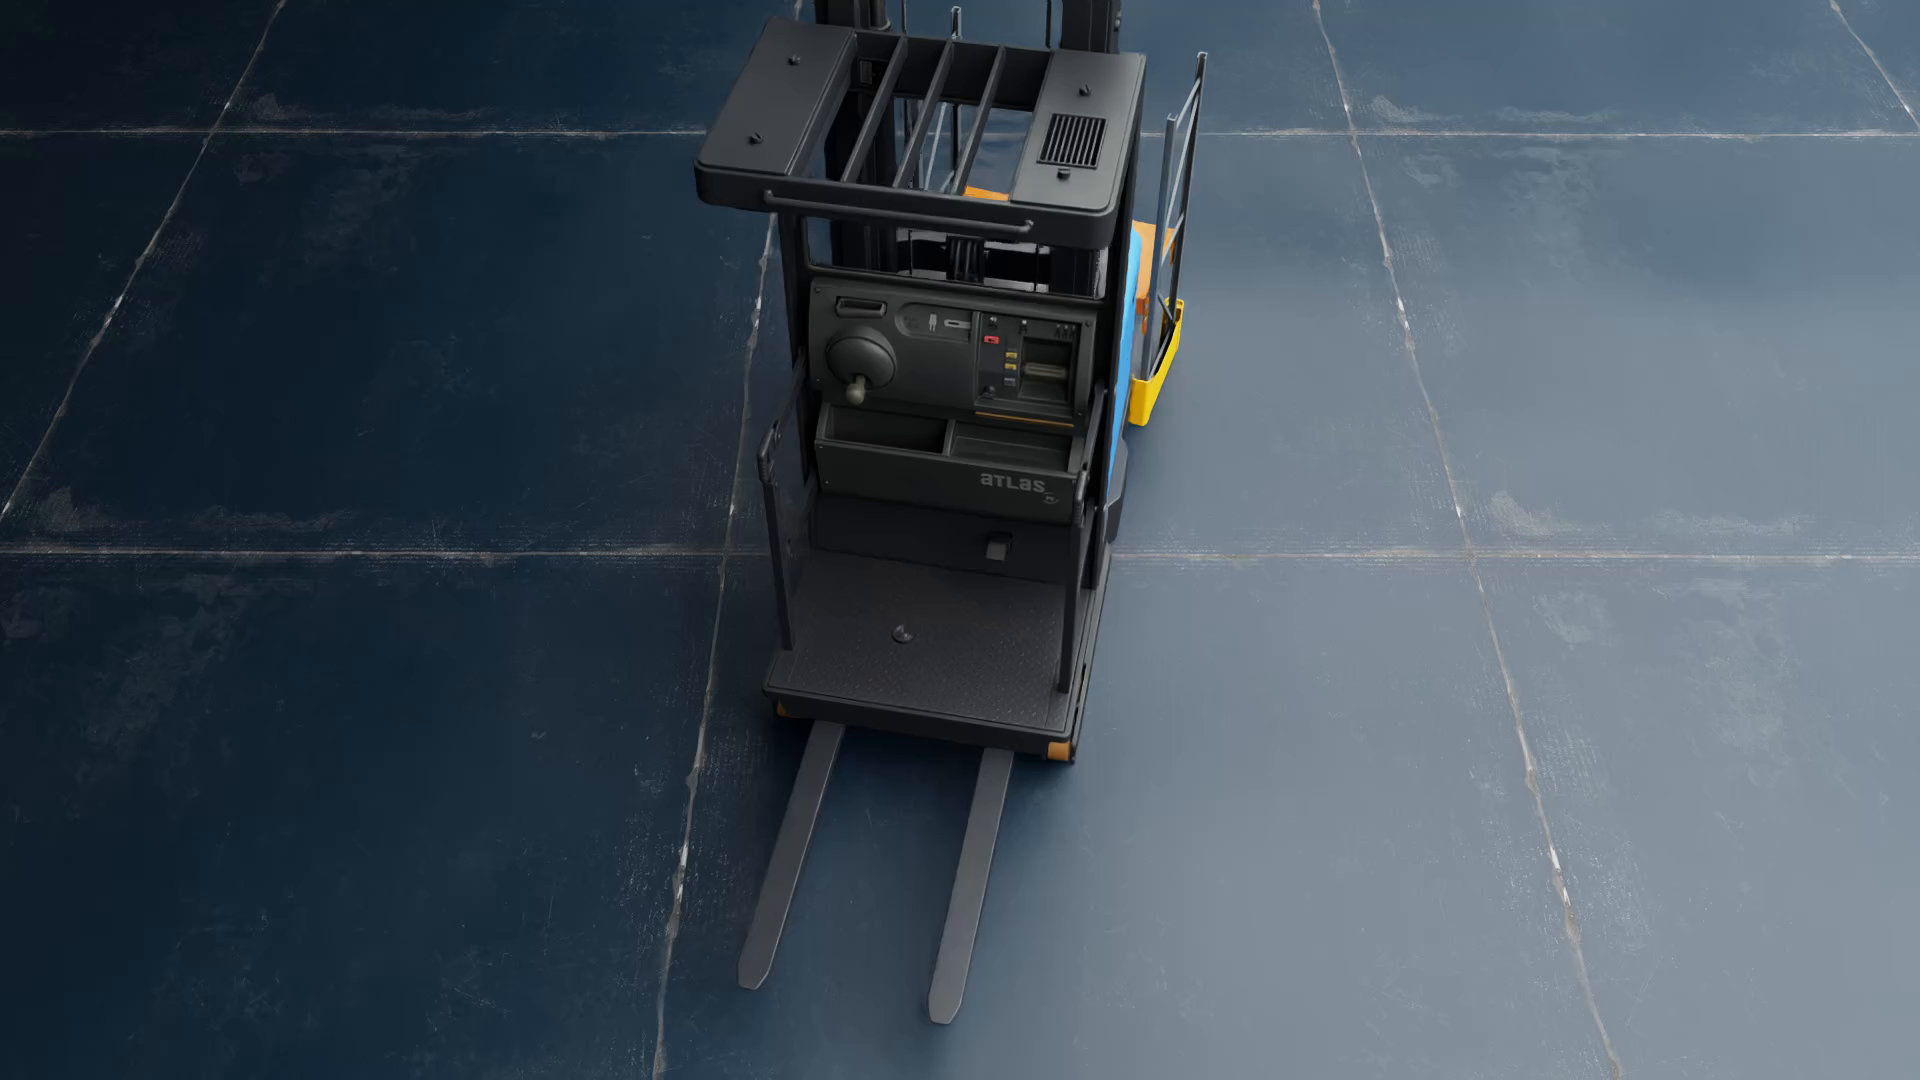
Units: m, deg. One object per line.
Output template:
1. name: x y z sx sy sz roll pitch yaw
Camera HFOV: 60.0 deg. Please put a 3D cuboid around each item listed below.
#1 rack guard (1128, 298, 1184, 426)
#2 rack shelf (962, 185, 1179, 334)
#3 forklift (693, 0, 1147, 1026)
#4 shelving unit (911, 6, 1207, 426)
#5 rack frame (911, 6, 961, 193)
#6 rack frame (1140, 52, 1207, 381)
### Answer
1. rack guard: 0.863 -0.788 7.313 0.087 0.250 0.587 15 49 13
2. rack shelf: 0.386 -1.217 7.104 1.000 0.185 0.538 15 49 13
3. forklift: -0.071 -0.501 5.214 1.130 2.935 3.031 8 48 7
4. shelving unit: 0.394 -1.337 6.970 1.083 1.500 0.587 15 49 13
5. rack frame: -0.093 -1.466 7.089 0.032 1.500 0.500 15 49 13
6. rack frame: 0.864 -1.214 6.855 0.032 1.500 0.500 15 49 13
